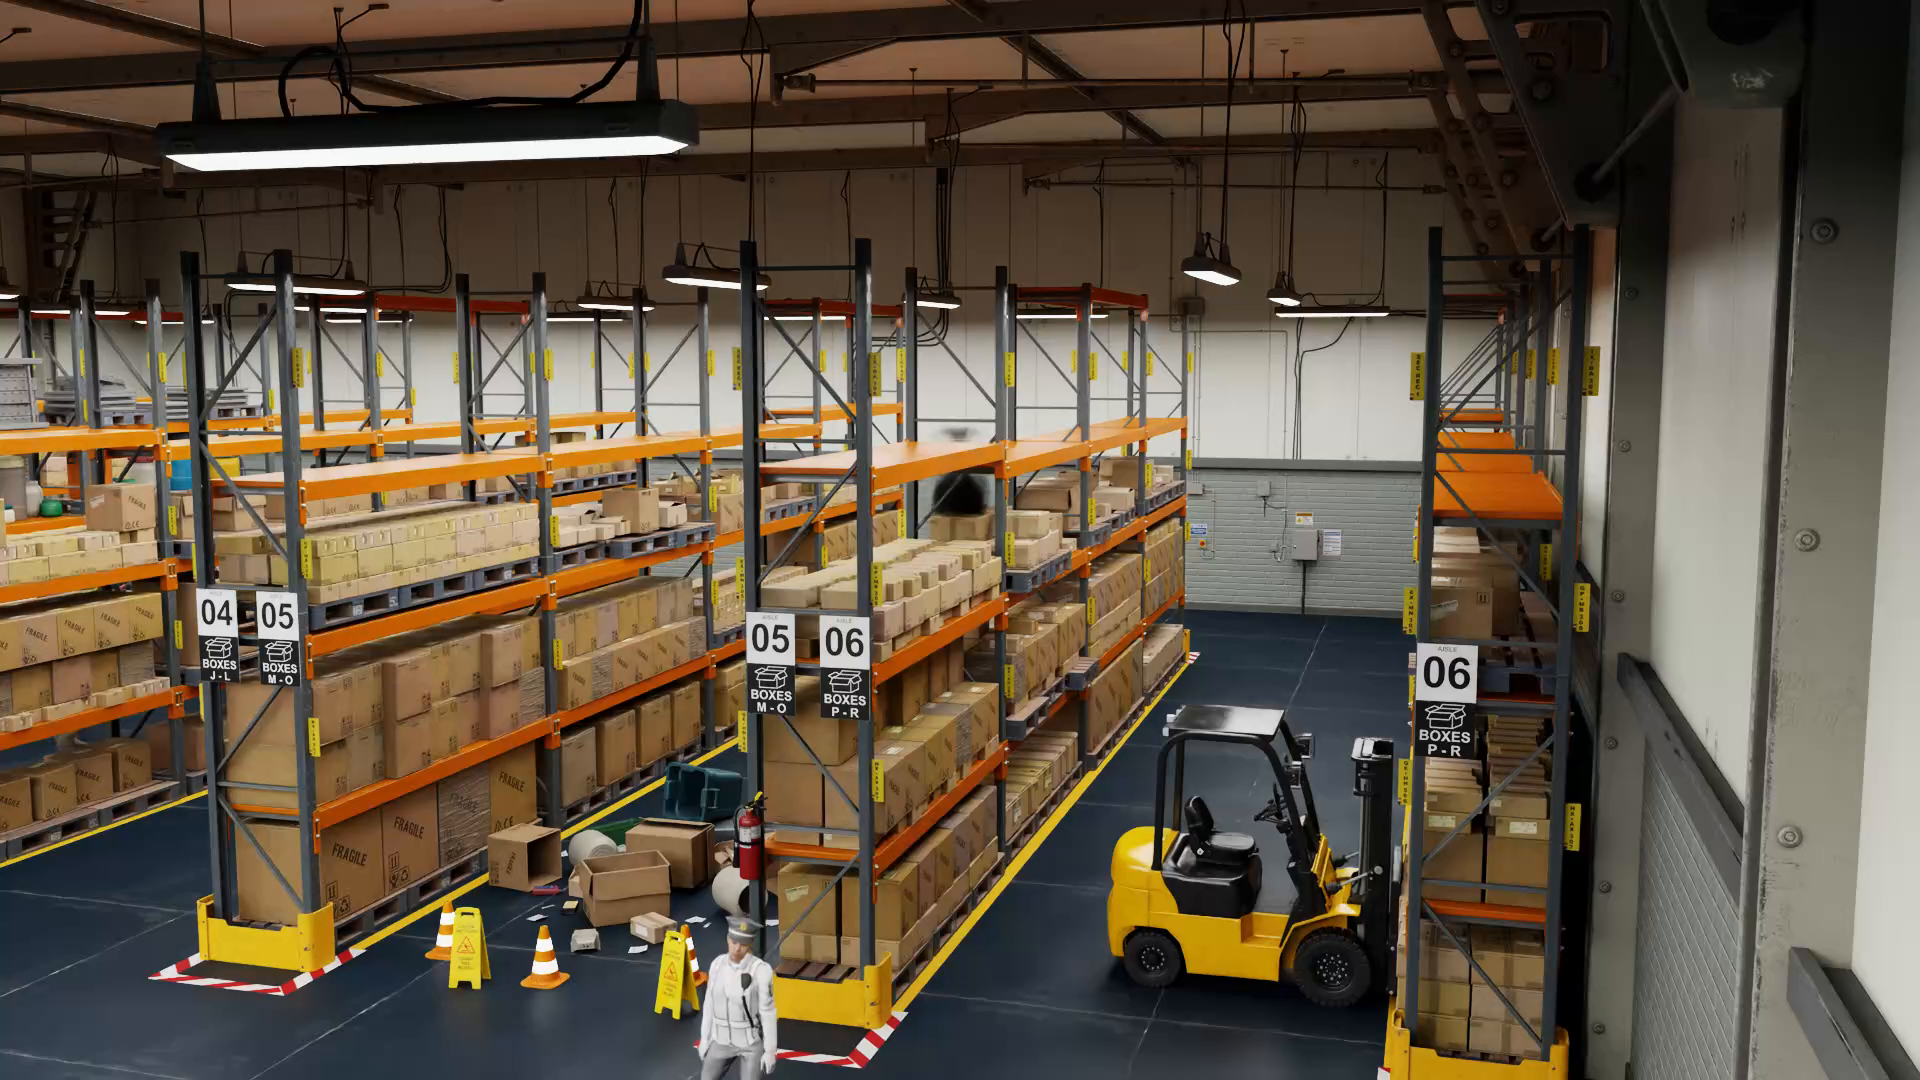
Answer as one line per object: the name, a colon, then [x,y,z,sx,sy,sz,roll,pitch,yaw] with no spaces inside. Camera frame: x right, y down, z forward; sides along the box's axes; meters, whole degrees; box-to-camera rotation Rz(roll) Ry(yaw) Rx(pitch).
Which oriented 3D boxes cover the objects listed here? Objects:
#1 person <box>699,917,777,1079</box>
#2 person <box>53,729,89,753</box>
person: [-1.442,3.163,10.601,0.697,1.669,0.590,2,7,20]
person: [-10.851,2.077,20.283,0.661,1.680,0.811,1,6,9]
